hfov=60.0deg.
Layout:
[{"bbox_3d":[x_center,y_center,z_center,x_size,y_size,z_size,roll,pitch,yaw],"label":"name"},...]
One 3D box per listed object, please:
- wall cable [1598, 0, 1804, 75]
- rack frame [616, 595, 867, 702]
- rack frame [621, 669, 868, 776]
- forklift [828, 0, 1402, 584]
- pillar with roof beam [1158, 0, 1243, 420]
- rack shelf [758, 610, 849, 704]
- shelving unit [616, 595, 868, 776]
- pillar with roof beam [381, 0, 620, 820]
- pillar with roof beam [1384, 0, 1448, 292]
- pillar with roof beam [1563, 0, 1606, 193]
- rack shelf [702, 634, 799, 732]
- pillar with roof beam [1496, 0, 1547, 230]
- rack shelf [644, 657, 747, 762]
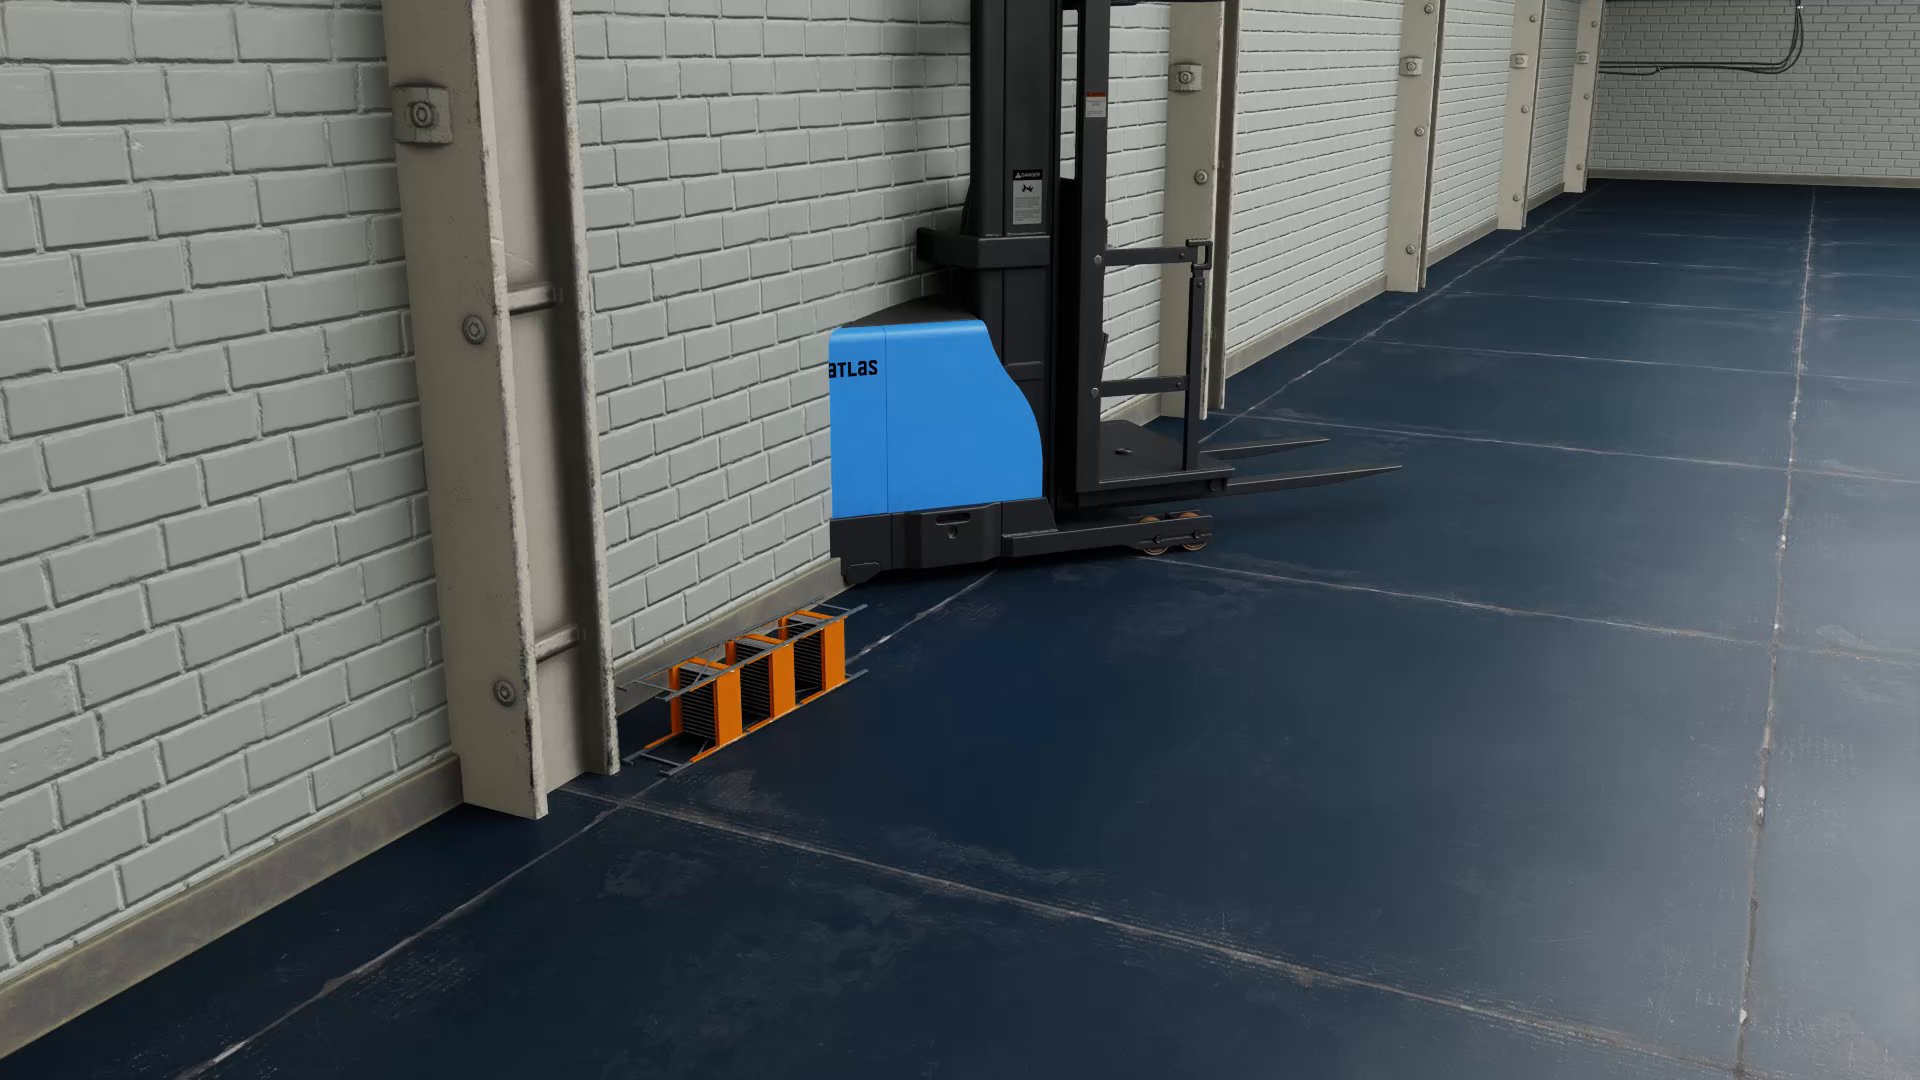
[{"bbox_3d":[11.951,-8.782,26.740,3.097,2.526,0.112,8,18,25],"label":"wall cable"},{"bbox_3d":[-0.692,0.343,5.486,0.200,0.008,1.050,10,19,31],"label":"rack frame"},{"bbox_3d":[-0.692,0.577,5.556,0.200,0.008,1.050,10,19,31],"label":"rack frame"},{"bbox_3d":[0.580,-1.471,7.328,3.031,2.935,1.130,-6,18,-21],"label":"forklift"},{"bbox_3d":[5.260,-4.556,7.057,9.100,9.000,0.400,8,18,25],"label":"pillar with roof beam"},{"bbox_3d":[-0.546,0.395,5.743,0.215,0.240,0.259,10,19,31],"label":"rack shelf"},{"bbox_3d":[-0.692,0.460,5.521,0.215,0.252,1.050,10,19,31],"label":"shelving unit"},{"bbox_3d":[2.579,-3.027,1.912,9.100,9.000,0.400,8,18,25],"label":"pillar with roof beam"},{"bbox_3d":[7.941,-6.084,12.203,9.100,9.000,0.400,8,18,25],"label":"pillar with roof beam"},{"bbox_3d":[13.303,-9.140,22.494,9.100,9.000,0.400,8,18,25],"label":"pillar with roof beam"},{"bbox_3d":[-0.697,0.463,5.512,0.215,0.240,0.259,10,19,31],"label":"rack shelf"},{"bbox_3d":[10.622,-7.612,17.348,9.100,9.000,0.400,8,18,25],"label":"pillar with roof beam"},{"bbox_3d":[-0.846,0.530,5.287,0.215,0.240,0.259,10,19,31],"label":"rack shelf"}]
